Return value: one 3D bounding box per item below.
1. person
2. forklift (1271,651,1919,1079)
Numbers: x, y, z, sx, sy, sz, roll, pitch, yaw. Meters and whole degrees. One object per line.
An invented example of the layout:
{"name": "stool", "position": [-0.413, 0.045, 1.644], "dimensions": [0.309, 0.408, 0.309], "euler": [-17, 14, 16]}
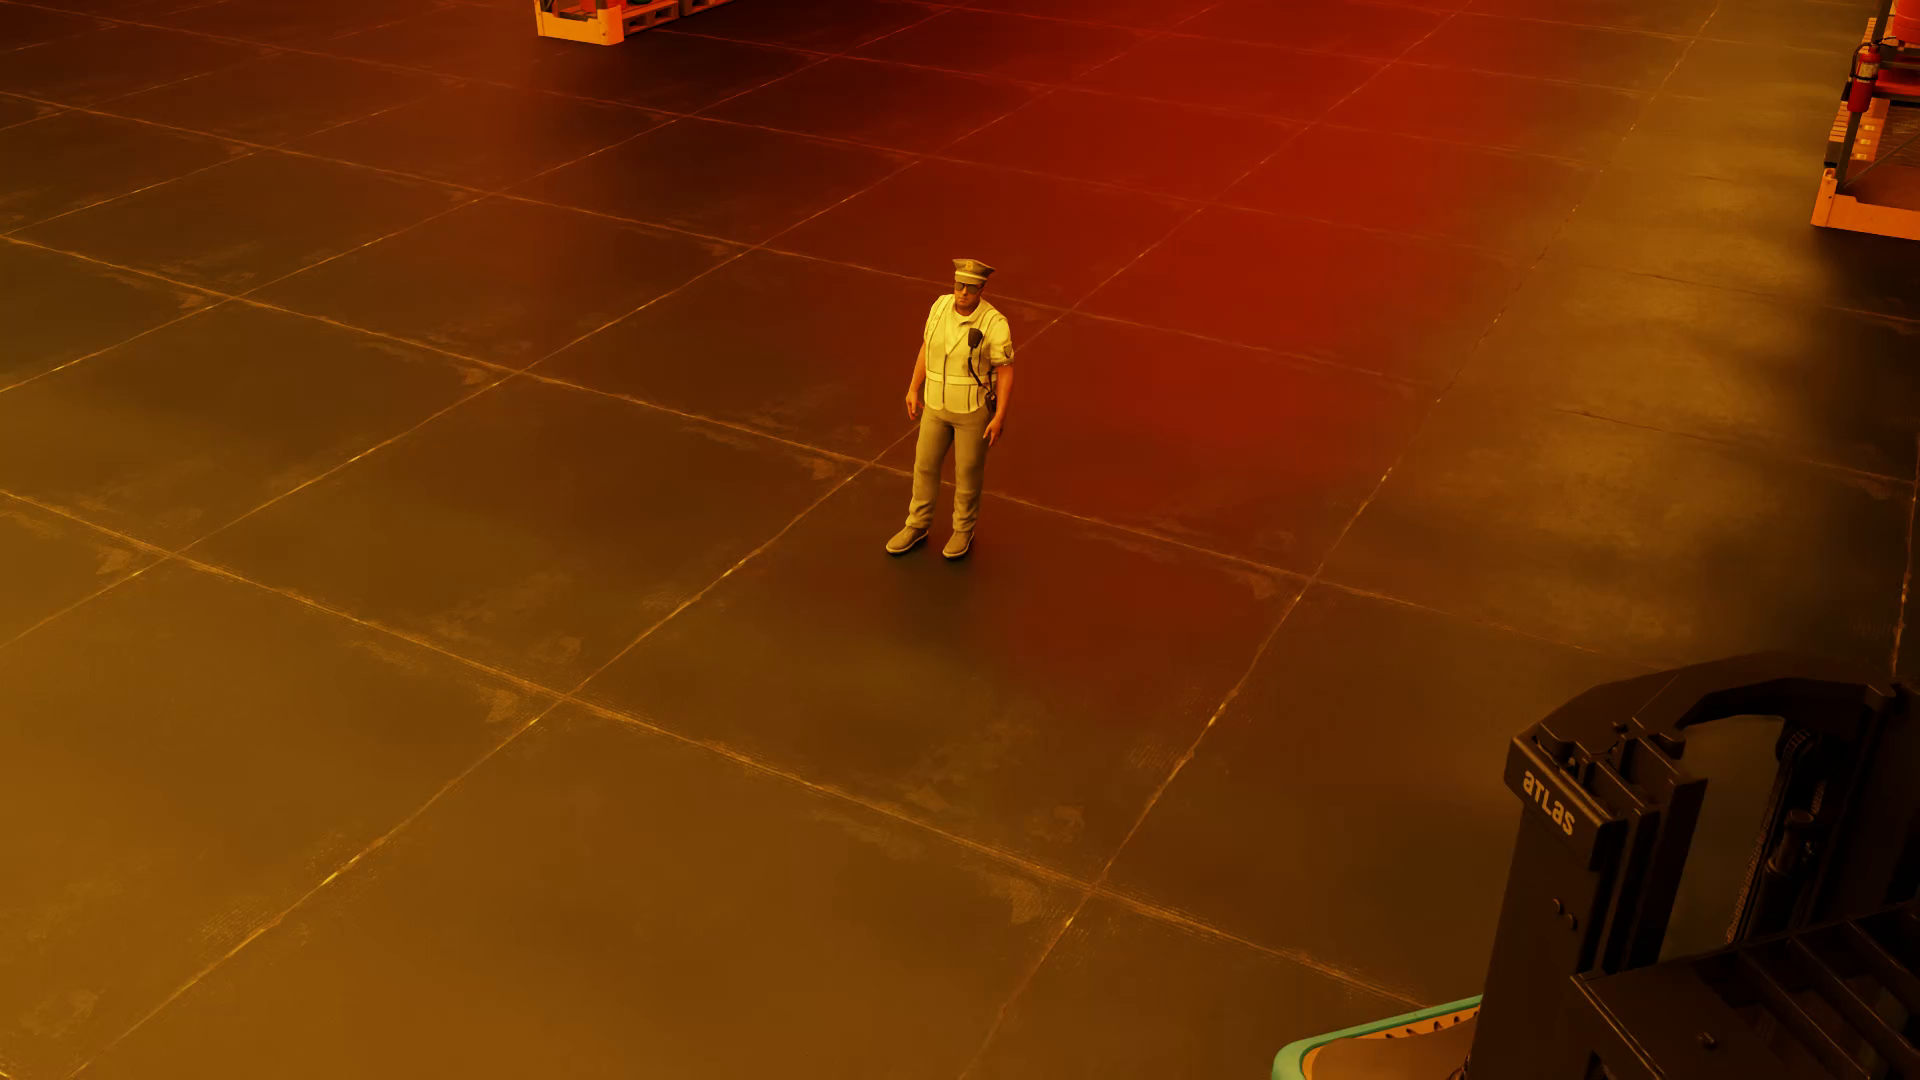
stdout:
{"name": "person", "position": [-0.048, -0.747, 9.500], "dimensions": [0.640, 1.781, 0.575], "euler": [15, 33, 25]}
{"name": "forklift", "position": [1.875, 1.859, 3.850], "dimensions": [1.130, 2.935, 3.031], "euler": [-9, 31, -15]}
